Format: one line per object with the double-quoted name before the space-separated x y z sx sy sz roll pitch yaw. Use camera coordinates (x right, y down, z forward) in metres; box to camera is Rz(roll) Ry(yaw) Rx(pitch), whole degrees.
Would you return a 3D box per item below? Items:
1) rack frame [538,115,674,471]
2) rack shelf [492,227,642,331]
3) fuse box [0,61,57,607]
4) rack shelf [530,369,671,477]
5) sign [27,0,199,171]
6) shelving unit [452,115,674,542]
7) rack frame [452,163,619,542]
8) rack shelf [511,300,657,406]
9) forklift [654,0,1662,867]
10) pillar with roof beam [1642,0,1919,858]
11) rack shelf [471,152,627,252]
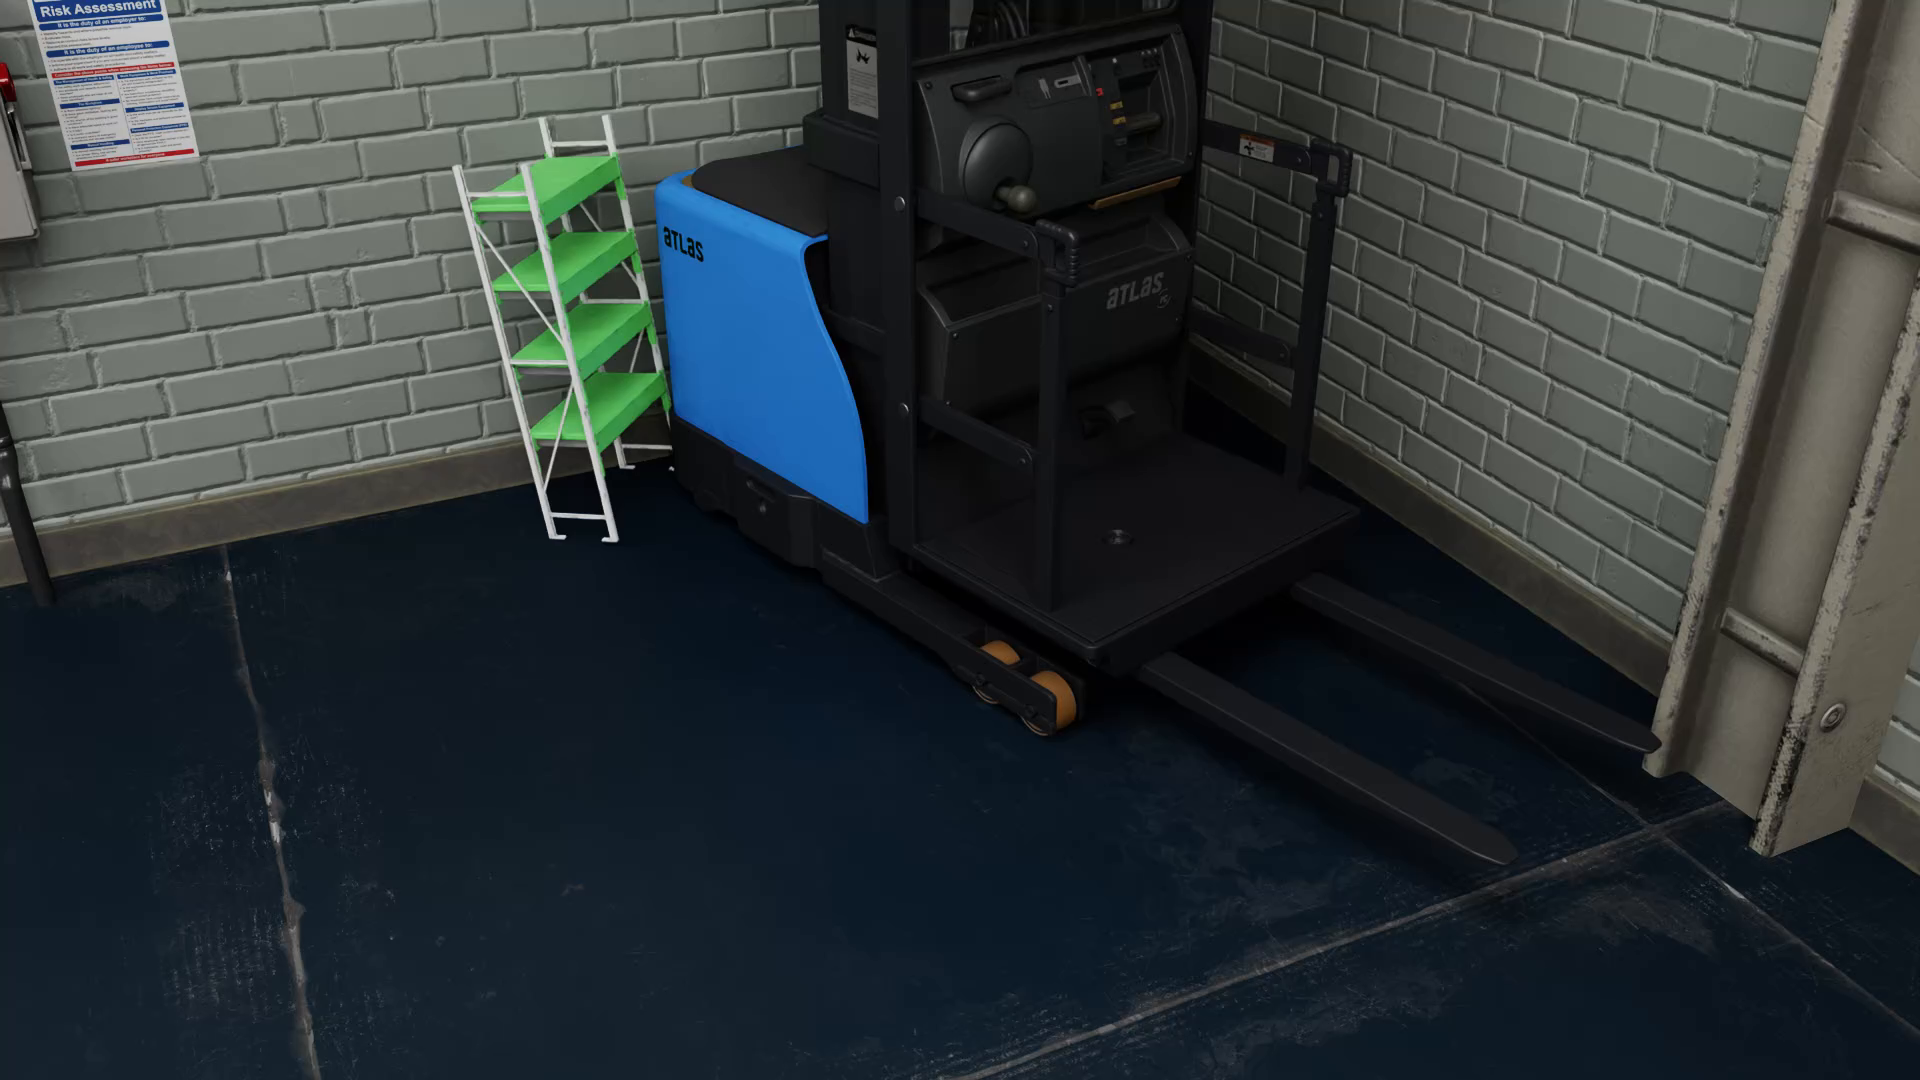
"rack frame" -1.107 -0.764 5.337 0.240 1.200 0.015 3 30 18
"rack shelf" -1.196 -0.798 5.051 0.258 0.148 0.480 3 30 18
"fuse box" -2.668 -0.555 4.491 0.539 1.711 0.414 -13 32 -22
"rack shelf" -1.143 -0.380 5.281 0.258 0.148 0.480 3 30 18
"sign" -2.311 -1.271 4.547 0.329 0.494 0.001 -13 32 -22
"shelving unit" -1.177 -0.644 5.136 0.258 1.200 0.503 3 30 18
"rack frame" -1.246 -0.525 4.935 0.240 1.200 0.015 3 30 18
"rack shelf" -1.169 -0.589 5.166 0.258 0.148 0.480 3 30 18
"forklift" 0.413 -1.050 4.126 1.130 2.935 3.031 -23 37 -35
"pillar with roof beam" -1.936 -2.392 0.315 9.100 9.000 0.400 -13 32 -22
"rack shelf" -1.222 -1.007 4.936 0.258 0.148 0.480 3 30 18
